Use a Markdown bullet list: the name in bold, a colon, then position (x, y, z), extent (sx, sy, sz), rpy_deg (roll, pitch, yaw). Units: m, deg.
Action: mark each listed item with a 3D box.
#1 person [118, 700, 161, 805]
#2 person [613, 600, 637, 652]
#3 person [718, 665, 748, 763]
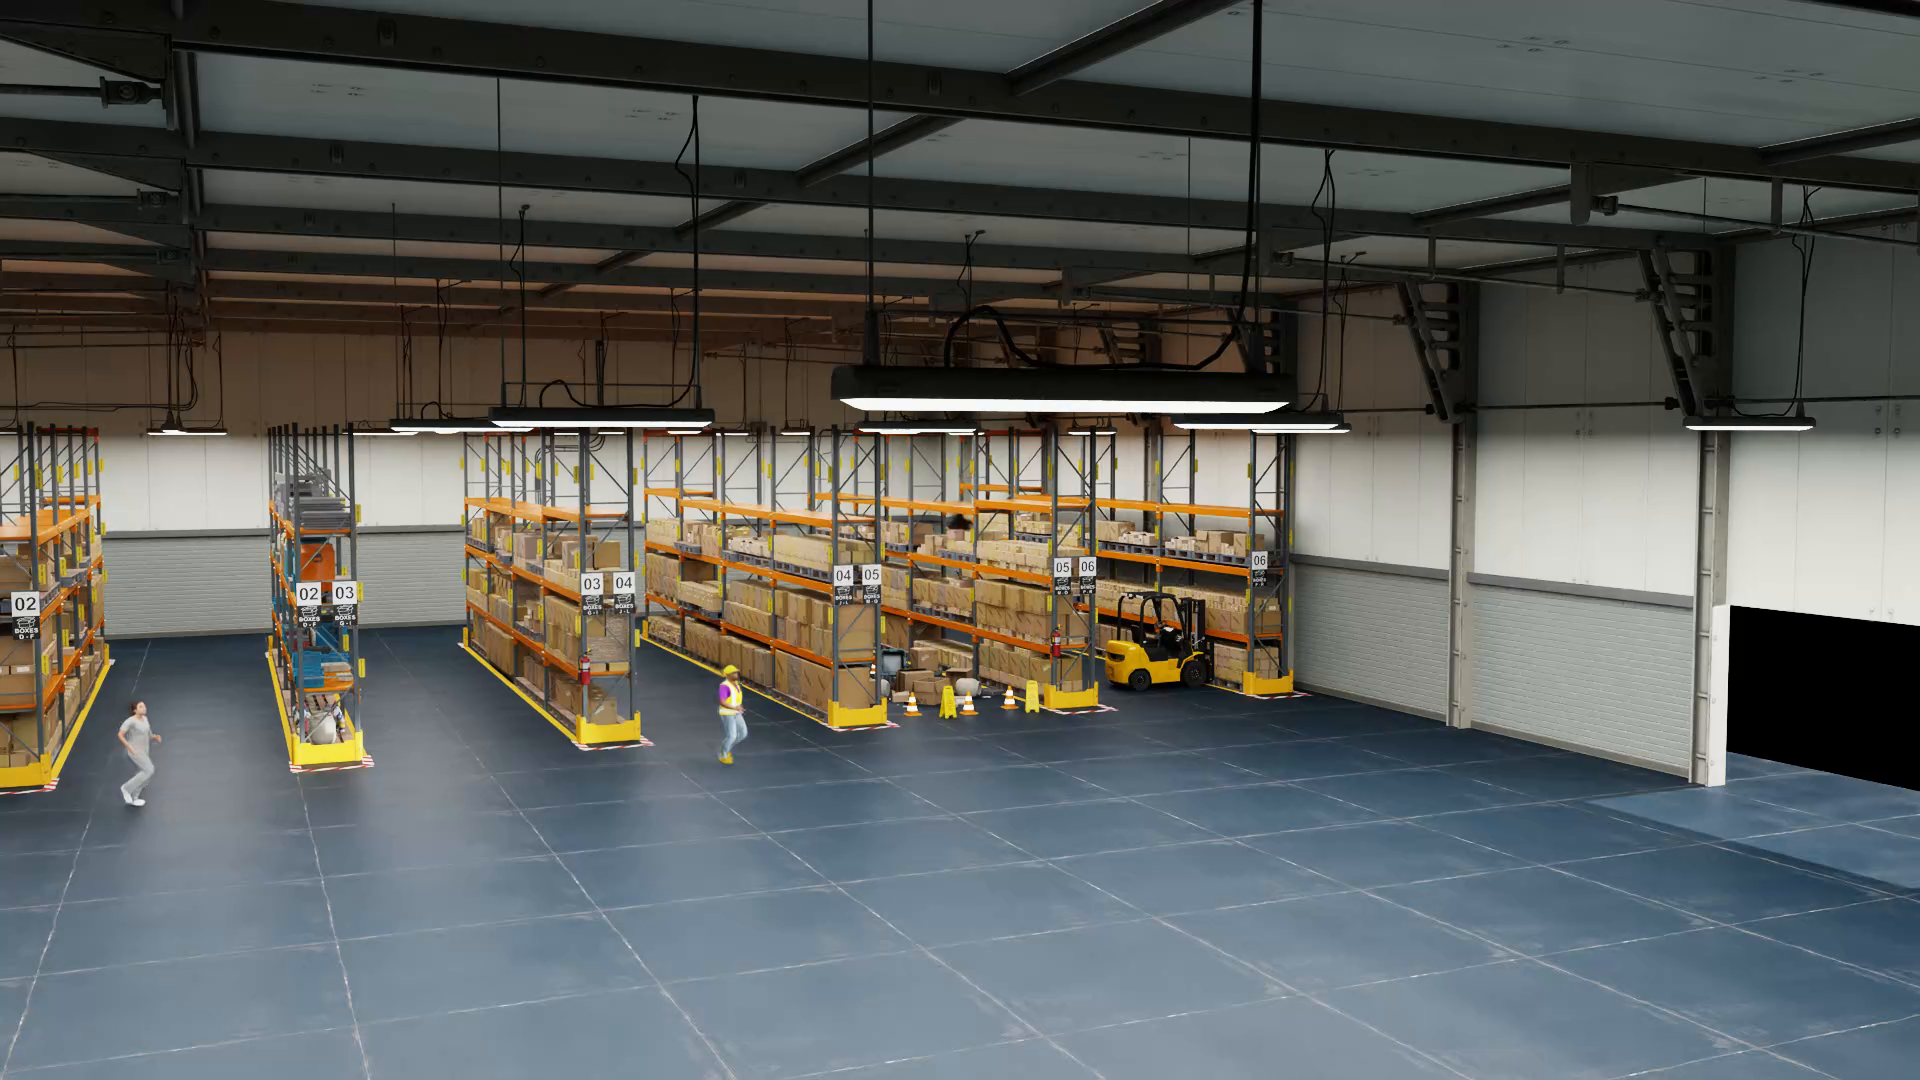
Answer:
- **person**: position (-12.786, 3.314, 25.991), extent (0.558, 1.637, 0.551), rpy_deg (0, 3, 5)
- **person**: position (-8.929, 2.141, 44.242), extent (0.720, 1.824, 0.788), rpy_deg (-1, 4, -17)
- **person**: position (-3.987, 3.061, 29.309), extent (0.592, 1.726, 0.732), rpy_deg (1, 4, 19)
